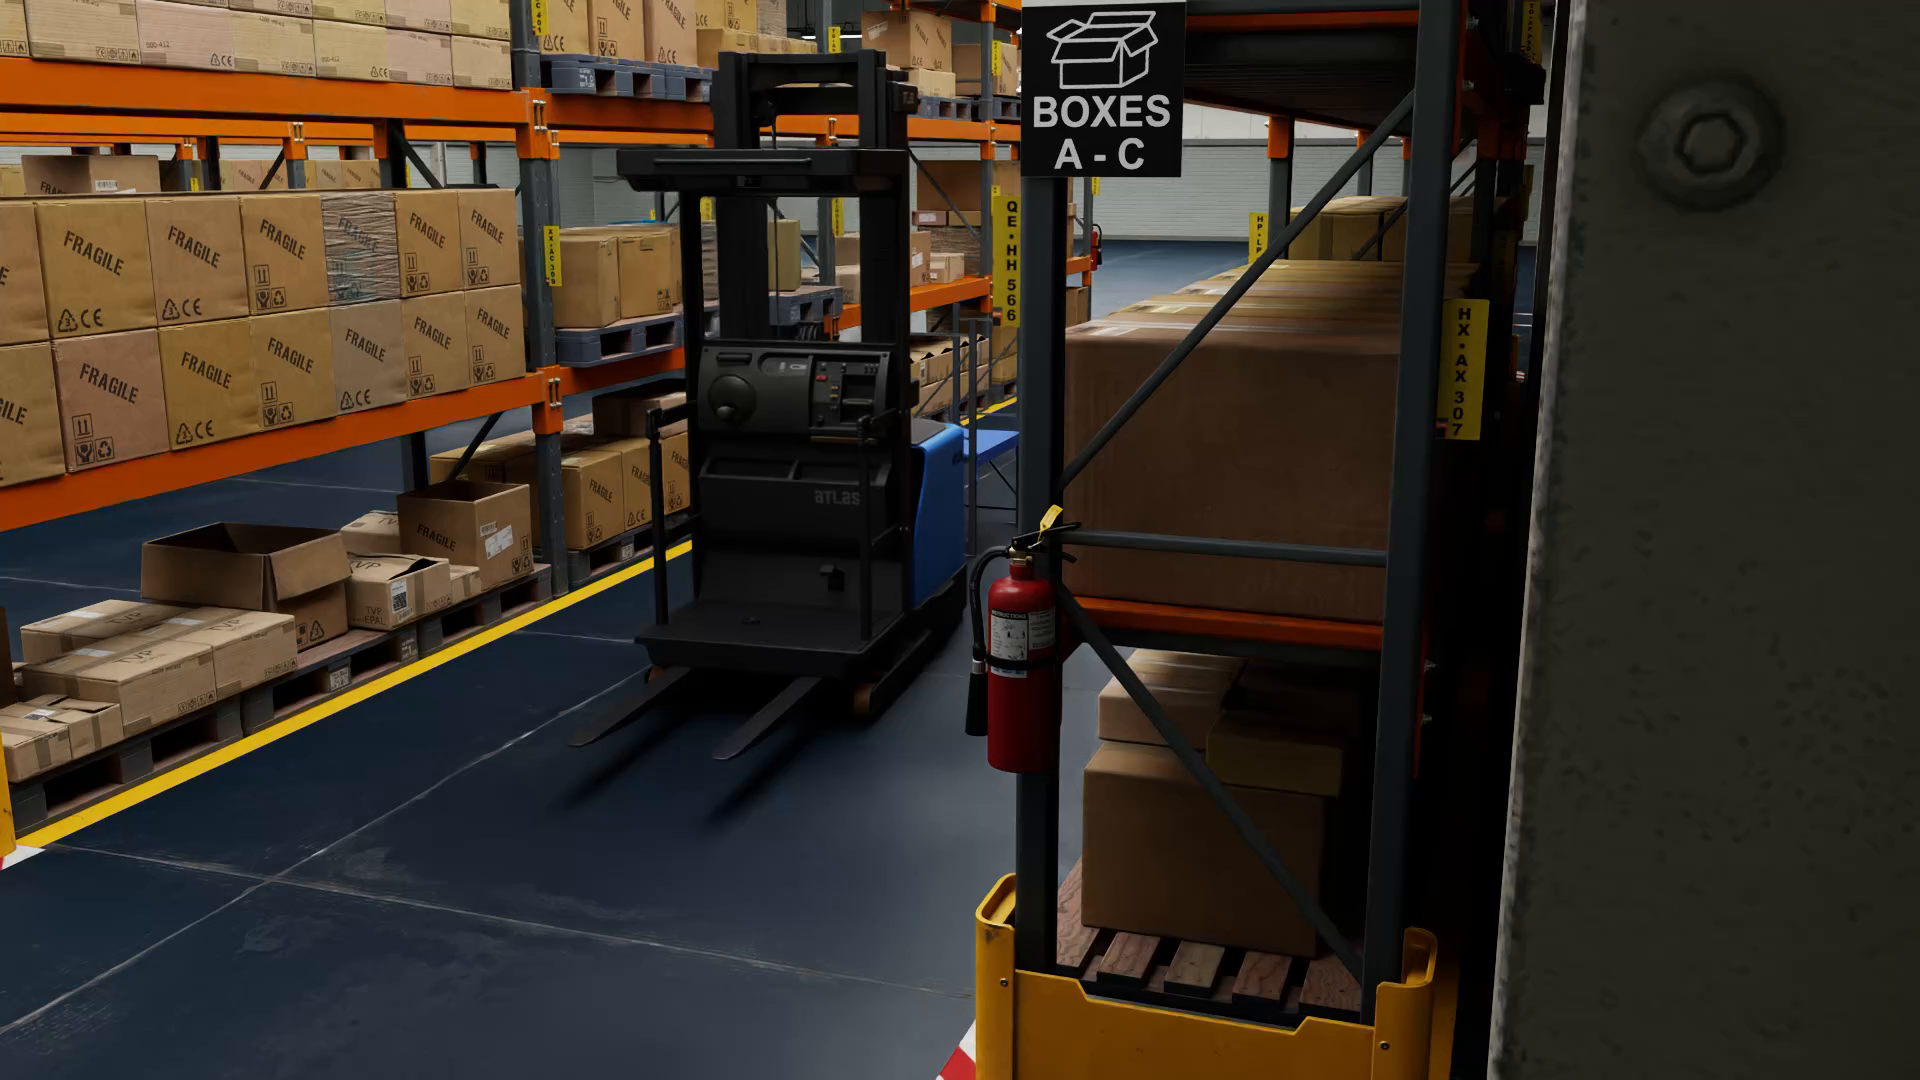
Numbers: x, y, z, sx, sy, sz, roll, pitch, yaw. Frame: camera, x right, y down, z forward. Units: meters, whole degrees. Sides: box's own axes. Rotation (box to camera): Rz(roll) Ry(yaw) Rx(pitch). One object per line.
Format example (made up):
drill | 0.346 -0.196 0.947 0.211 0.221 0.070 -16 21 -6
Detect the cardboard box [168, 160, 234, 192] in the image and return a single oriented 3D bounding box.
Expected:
cardboard box | -9.152 -4.329 20.074 0.500 0.500 0.500 4 14 18

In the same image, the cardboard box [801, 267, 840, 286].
cardboard box | -1.301 -2.045 13.408 0.500 0.311 0.500 5 14 22

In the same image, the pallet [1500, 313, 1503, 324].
pallet | 3.358 -1.724 12.230 1.213 0.211 1.003 4 14 18

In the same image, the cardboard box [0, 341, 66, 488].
cardboard box | -3.656 -0.454 6.012 0.500 0.500 0.500 5 14 20

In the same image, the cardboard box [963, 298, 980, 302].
cardboard box | 0.108 -2.411 18.359 0.500 0.500 0.500 4 14 18

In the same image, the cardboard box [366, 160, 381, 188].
cardboard box | -8.188 -4.961 22.844 0.500 0.500 0.500 4 14 18

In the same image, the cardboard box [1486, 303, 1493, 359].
cardboard box | 2.491 -1.210 8.611 0.500 0.500 0.500 4 14 19

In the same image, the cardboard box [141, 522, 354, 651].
cardboard box | -3.357 0.225 7.881 0.797 0.503 0.637 4 14 18

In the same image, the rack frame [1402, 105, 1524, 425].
rack frame | 4.522 -2.502 15.208 1.000 3.000 0.127 4 14 18

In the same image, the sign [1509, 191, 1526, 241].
sign | 3.754 -2.185 11.217 0.100 0.325 0.005 4 14 18

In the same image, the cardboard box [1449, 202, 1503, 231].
cardboard box | 2.823 -1.791 9.469 0.500 0.250 0.500 4 13 17

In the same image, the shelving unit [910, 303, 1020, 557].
shelving unit | 0.028 -0.749 10.900 0.538 1.500 1.048 4 14 18

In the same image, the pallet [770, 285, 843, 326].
pallet | -1.613 -1.774 12.451 1.213 0.211 1.003 4 14 18

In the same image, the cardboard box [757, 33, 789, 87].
cardboard box | -1.734 -3.325 11.848 0.910 0.500 0.500 4 14 18

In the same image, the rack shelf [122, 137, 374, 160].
rack shelf | -8.891 -5.104 21.486 1.077 0.370 4.000 4 14 18

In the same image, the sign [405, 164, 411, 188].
sign | -7.725 -5.088 23.227 0.100 0.325 0.005 4 14 18

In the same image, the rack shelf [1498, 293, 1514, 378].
rack shelf | 3.875 -1.730 13.443 1.077 0.370 4.000 4 14 18

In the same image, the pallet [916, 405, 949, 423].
pallet | -0.760 -1.082 15.256 1.003 0.211 1.213 4 14 18

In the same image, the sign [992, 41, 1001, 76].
sign | 0.351 -4.688 16.178 0.100 0.325 0.005 4 14 18

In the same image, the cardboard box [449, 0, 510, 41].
cardboard box | -2.655 -2.684 8.480 0.500 0.250 0.500 4 14 18

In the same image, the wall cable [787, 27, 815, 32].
wall cable | -5.998 -17.917 54.671 3.097 2.526 0.112 4 14 18

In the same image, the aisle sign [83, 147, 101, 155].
aisle sign | -13.165 -6.096 25.114 0.394 0.787 0.004 4 14 18

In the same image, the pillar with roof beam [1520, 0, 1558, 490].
pillar with roof beam | 0.394 -5.106 13.134 9.100 9.000 0.400 4 14 18

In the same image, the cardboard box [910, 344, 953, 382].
cardboard box | -0.352 -1.674 15.558 0.500 0.311 0.500 4 14 18

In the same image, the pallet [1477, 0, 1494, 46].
pallet | 1.263 -1.809 5.631 1.003 0.211 1.213 4 14 18

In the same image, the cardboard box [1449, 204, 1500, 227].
cardboard box | 2.650 -1.681 8.989 0.500 0.250 0.500 4 13 17

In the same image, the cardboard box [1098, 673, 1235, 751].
cardboard box | 0.641 0.528 5.150 0.380 0.149 0.250 4 14 18

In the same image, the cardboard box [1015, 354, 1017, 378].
cardboard box | 0.438 -1.902 17.818 0.500 0.250 0.500 4 14 18

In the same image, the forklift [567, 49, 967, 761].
forklift | -0.830 -0.720 7.556 1.130 2.935 3.031 3 13 14

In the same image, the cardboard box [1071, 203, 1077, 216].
cardboard box | 1.185 -3.971 19.961 0.380 0.149 0.250 4 13 17

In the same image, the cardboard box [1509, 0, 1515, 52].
cardboard box | 3.004 -3.164 10.153 0.700 0.500 0.500 4 13 15

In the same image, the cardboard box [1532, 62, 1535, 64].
cardboard box | 5.758 -5.127 17.452 0.500 0.500 0.500 5 14 22

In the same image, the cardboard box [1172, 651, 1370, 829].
cardboard box | 1.096 0.673 5.972 0.700 0.500 0.500 4 13 17

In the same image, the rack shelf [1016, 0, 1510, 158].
rack shelf | 1.287 -1.508 5.729 1.077 0.370 4.000 4 14 18

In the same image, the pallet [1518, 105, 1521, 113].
pallet | 3.889 -3.532 13.401 1.213 0.211 1.003 4 14 18

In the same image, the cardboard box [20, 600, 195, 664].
cardboard box | -3.770 0.465 7.400 0.500 0.250 0.500 4 14 18

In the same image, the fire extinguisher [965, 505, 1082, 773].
fire extinguisher | 0.154 0.243 4.194 0.296 0.674 0.183 4 14 18

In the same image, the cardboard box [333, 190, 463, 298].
cardboard box | -2.836 -1.476 8.243 0.500 0.500 0.500 4 13 17

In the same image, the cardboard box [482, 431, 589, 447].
cardboard box | -2.698 -0.397 10.615 0.500 0.500 0.500 4 14 19

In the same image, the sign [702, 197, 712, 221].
sign | -1.986 -2.619 13.120 0.100 0.325 0.005 4 14 18

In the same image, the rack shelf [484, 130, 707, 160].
rack shelf | -4.205 -4.748 19.924 1.077 0.370 4.000 4 14 18

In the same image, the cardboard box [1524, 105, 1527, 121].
cardboard box | 5.095 -4.218 15.715 0.500 0.500 0.500 5 14 20

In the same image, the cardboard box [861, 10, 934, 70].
cardboard box | -0.565 -4.569 15.230 0.500 0.500 0.500 6 14 24

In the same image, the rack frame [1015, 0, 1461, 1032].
rack frame | 0.640 0.025 4.138 1.000 3.000 0.127 4 14 18

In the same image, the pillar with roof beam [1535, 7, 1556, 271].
pillar with roof beam | 8.159 -10.159 35.274 9.100 9.000 0.400 4 14 18

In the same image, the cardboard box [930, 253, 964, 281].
cardboard box | -0.284 -2.678 16.315 0.500 0.250 0.500 5 14 22

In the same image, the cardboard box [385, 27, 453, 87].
cardboard box | -2.832 -2.336 8.079 0.500 0.250 0.500 4 14 18

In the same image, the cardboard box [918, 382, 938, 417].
cardboard box | -0.522 -1.292 15.145 0.500 0.250 0.500 5 14 20

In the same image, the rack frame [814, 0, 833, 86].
rack frame | -1.460 -4.940 12.409 1.000 3.000 0.127 4 14 18

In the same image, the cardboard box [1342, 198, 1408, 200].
cardboard box | 2.664 -2.038 10.554 0.500 0.250 0.500 4 14 18

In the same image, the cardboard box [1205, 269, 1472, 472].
cardboard box | 1.502 -0.697 6.627 0.980 0.700 0.700 4 13 17

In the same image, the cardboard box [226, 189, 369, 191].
cardboard box | -3.340 -1.522 8.442 0.500 0.500 0.500 4 13 17

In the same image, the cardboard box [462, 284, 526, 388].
cardboard box | -2.673 -1.098 8.834 0.500 0.500 0.500 5 14 19

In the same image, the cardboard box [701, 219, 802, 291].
cardboard box | -1.557 -2.128 12.402 0.700 0.500 0.500 0 13 -1

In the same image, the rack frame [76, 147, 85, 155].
rack frame | -12.904 -4.792 25.243 1.000 3.000 0.127 4 14 18
